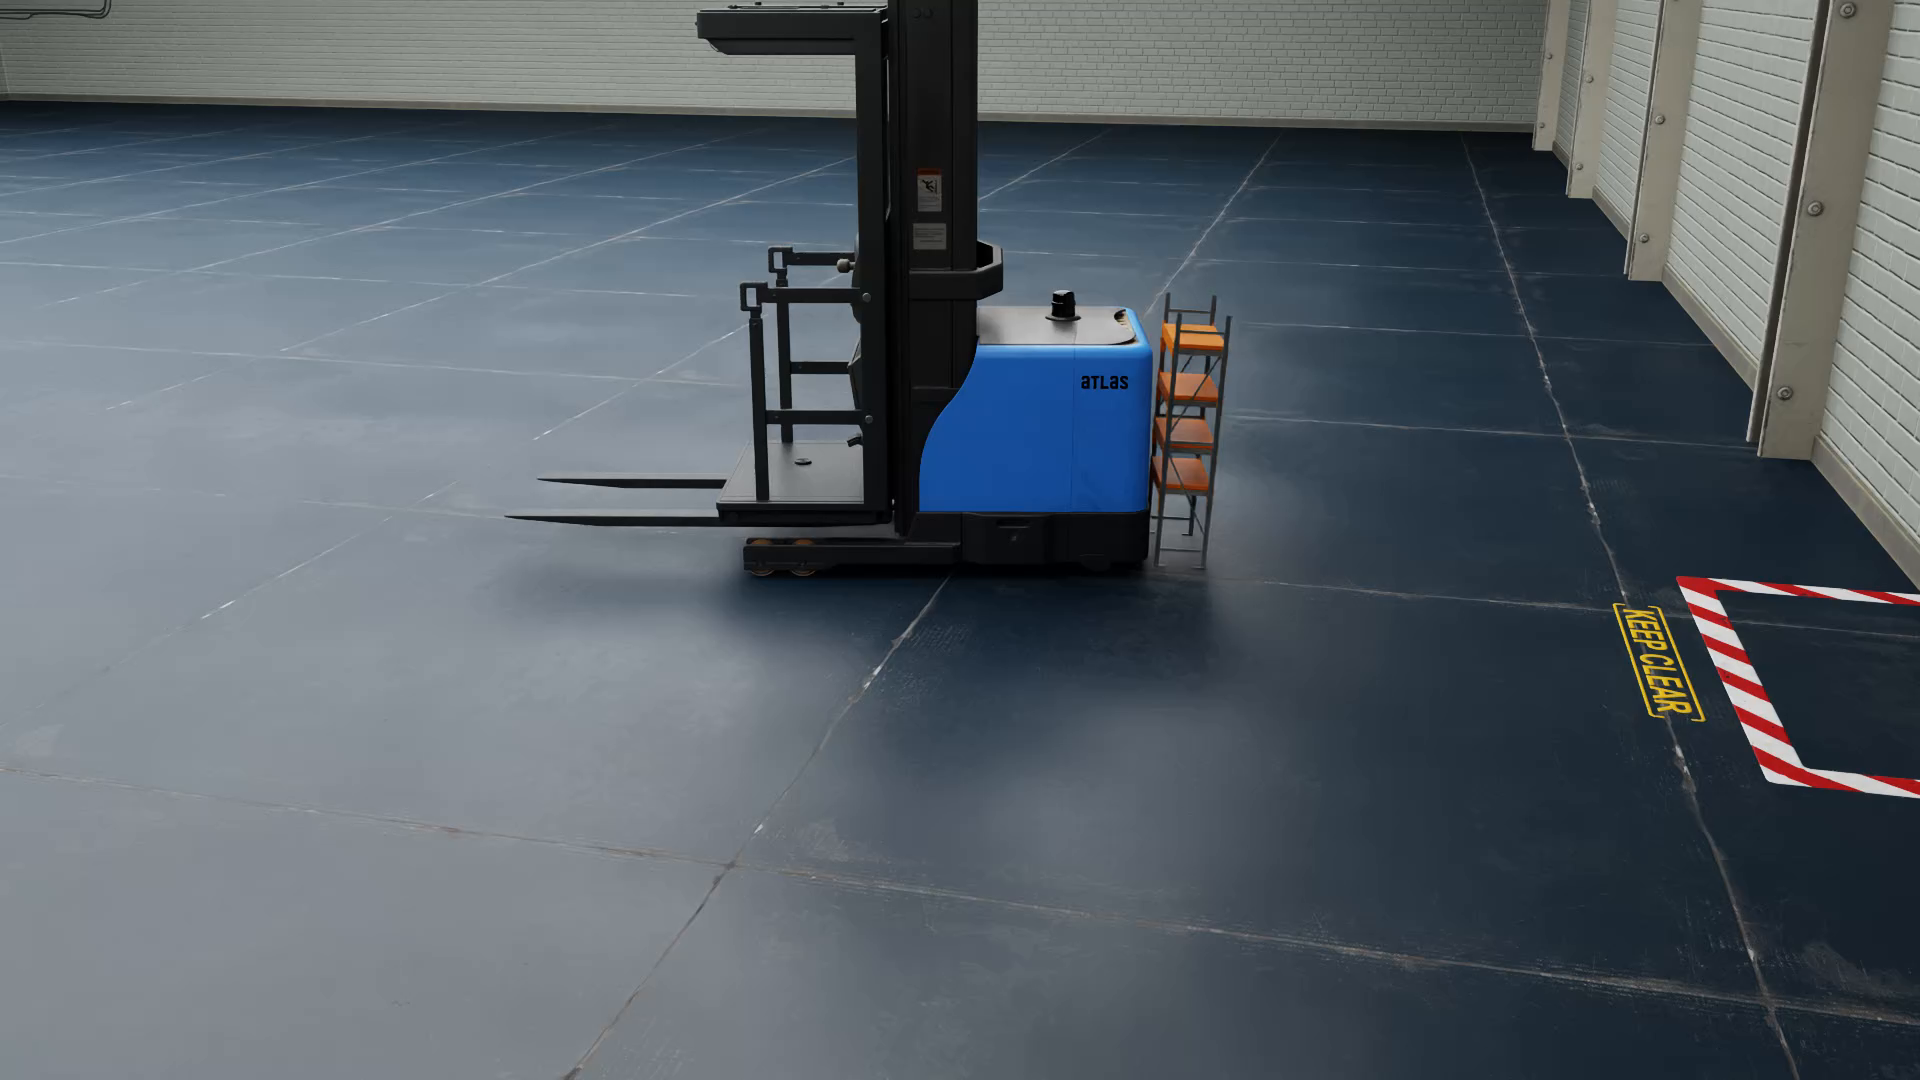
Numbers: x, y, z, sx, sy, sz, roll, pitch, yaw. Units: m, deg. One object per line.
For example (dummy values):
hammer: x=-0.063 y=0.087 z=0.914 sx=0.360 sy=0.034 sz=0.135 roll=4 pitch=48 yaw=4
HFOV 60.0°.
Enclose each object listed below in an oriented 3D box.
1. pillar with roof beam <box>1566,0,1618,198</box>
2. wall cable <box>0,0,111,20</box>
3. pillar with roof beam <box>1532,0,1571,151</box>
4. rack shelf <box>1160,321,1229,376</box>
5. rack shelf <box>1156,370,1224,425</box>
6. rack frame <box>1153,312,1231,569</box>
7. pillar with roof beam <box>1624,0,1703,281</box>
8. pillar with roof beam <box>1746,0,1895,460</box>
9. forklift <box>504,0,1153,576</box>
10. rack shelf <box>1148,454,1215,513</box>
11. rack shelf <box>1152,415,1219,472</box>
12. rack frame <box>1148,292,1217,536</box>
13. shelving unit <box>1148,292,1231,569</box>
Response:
pillar with roof beam: x=3.564 y=-8.889 z=20.289 sx=9.100 sy=9.000 sz=0.400 roll=5 pitch=19 yaw=13
wall cable: x=-19.339 y=-12.267 z=34.983 sx=3.097 sy=2.526 sz=0.112 roll=5 pitch=19 yaw=13
pillar with roof beam: x=5.030 y=-10.769 z=25.795 sx=9.100 sy=9.000 sz=0.400 roll=5 pitch=19 yaw=13
rack shelf: x=1.080 y=-0.888 z=7.697 sx=0.258 sy=0.148 sz=0.480 roll=3 pitch=19 yaw=0
rack shelf: x=1.068 y=-0.665 z=7.774 sx=0.258 sy=0.148 sz=0.480 roll=3 pitch=19 yaw=0
rack frame: x=1.057 y=-0.438 z=7.593 sx=0.240 sy=1.200 sz=0.015 roll=3 pitch=19 yaw=0
pillar with roof beam: x=2.098 y=-7.008 z=14.783 sx=9.100 sy=9.000 sz=0.400 roll=5 pitch=19 yaw=13
pillar with roof beam: x=0.632 y=-5.128 z=9.278 sx=9.100 sy=9.000 sz=0.400 roll=5 pitch=19 yaw=13
forklift: x=-0.630 y=-1.390 z=7.723 sx=3.031 sy=2.935 sz=1.130 roll=0 pitch=19 yaw=1
rack shelf: x=1.047 y=-0.266 z=7.910 sx=0.258 sy=0.148 sz=0.480 roll=3 pitch=19 yaw=0
rack shelf: x=1.057 y=-0.453 z=7.846 sx=0.258 sy=0.148 sz=0.480 roll=3 pitch=19 yaw=0
rack frame: x=1.064 y=-0.596 z=8.055 sx=0.240 sy=1.200 sz=0.015 roll=3 pitch=19 yaw=0
shelving unit: x=1.060 y=-0.517 z=7.824 sx=0.258 sy=1.200 sz=0.503 roll=3 pitch=19 yaw=0
